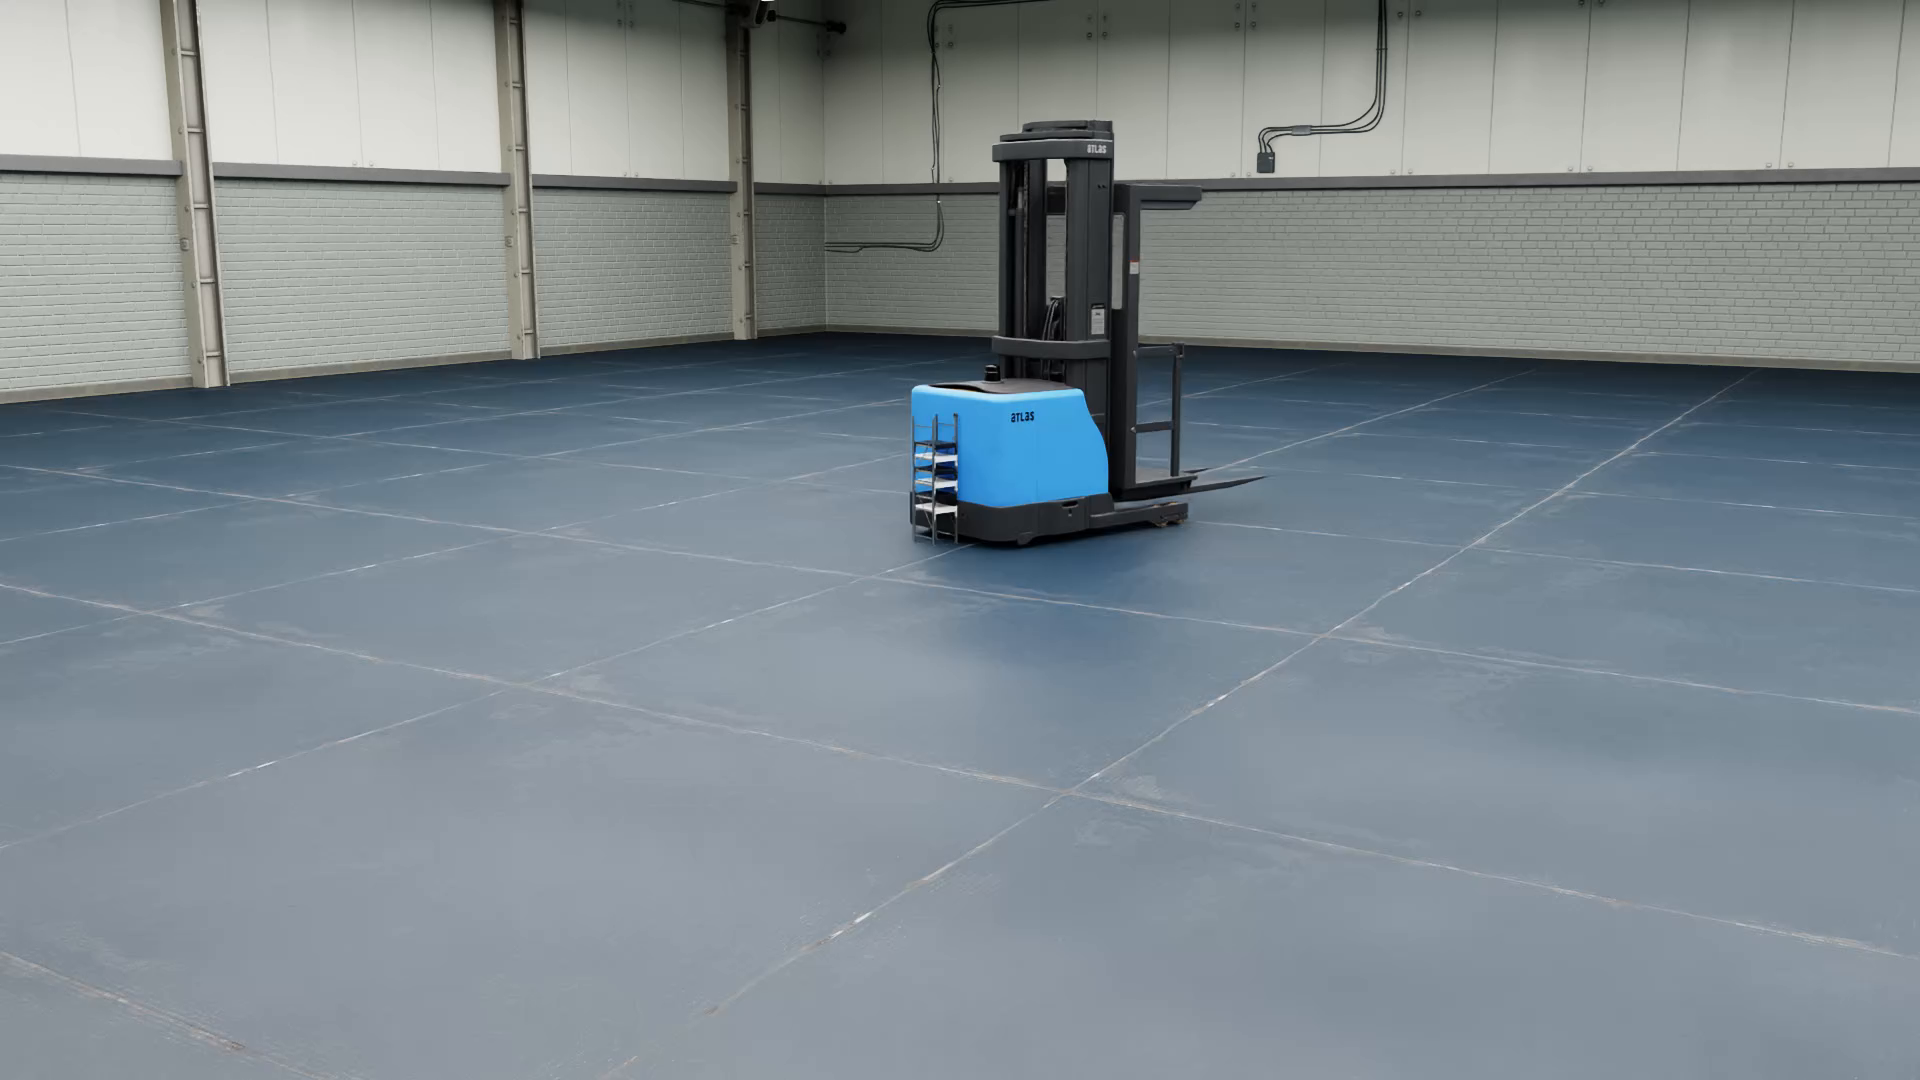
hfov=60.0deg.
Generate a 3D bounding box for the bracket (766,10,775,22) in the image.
[{"bbox_3d":[-3.811,-10.280,32.544,0.235,0.232,0.430,6,12,31],"label":"bracket"}]

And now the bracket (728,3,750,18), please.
[{"bbox_3d":[-4.242,-10.149,31.846,0.235,0.232,0.430,6,12,31],"label":"bracket"}]

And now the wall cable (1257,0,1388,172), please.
[{"bbox_3d":[6.435,-9.579,29.336,2.305,6.003,0.169,6,12,31],"label":"wall cable"}]

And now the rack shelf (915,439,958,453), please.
[{"bbox_3d":[-0.176,-0.649,11.602,0.200,0.077,0.258,-9,14,-39],"label":"rack shelf"}]

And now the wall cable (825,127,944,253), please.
[{"bbox_3d":[-1.671,-7.290,34.793,3.097,2.526,0.112,6,12,31],"label":"wall cable"}]

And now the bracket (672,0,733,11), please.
[{"bbox_3d":[-5.580,-9.744,29.682,0.076,0.066,4.783,6,12,31],"label":"bracket"}]

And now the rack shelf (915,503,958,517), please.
[{"bbox_3d":[-0.176,-0.206,11.685,0.200,0.077,0.258,-9,14,-39],"label":"rack shelf"}]

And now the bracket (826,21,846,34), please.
[{"bbox_3d":[-2.581,-10.653,34.534,0.235,0.232,0.430,6,12,31],"label":"bracket"}]

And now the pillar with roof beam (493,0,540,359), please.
[{"bbox_3d":[-3.766,-7.124,25.470,9.100,9.000,0.400,6,12,31],"label":"pillar with roof beam"}]

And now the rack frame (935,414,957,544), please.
[{"bbox_3d":[-0.097,-0.428,11.710,0.006,0.900,0.240,-9,14,-39],"label":"rack frame"}]

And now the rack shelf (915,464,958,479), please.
[{"bbox_3d":[-0.176,-0.472,11.635,0.200,0.077,0.258,-9,14,-39],"label":"rack shelf"}]

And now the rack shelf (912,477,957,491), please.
[{"bbox_3d":[-0.176,-0.383,11.652,0.200,0.077,0.258,-9,14,-39],"label":"rack shelf"}]

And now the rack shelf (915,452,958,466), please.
[{"bbox_3d":[-0.176,-0.560,11.619,0.200,0.077,0.258,-9,14,-39],"label":"rack shelf"}]

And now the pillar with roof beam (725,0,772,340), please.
[{"bbox_3d":[-0.651,-8.068,30.510,9.100,9.000,0.548,6,12,31],"label":"pillar with roof beam"}]

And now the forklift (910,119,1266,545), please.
[{"bbox_3d":[1.089,-1.602,12.459,3.031,2.935,1.130,-9,14,-39],"label":"forklift"}]

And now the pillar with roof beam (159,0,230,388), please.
[{"bbox_3d":[-6.881,-6.181,20.429,9.100,9.000,0.400,6,12,31],"label":"pillar with roof beam"}]

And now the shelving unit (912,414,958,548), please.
[{"bbox_3d":[-0.176,-0.416,11.646,0.210,0.900,0.258,-9,14,-39],"label":"shelving unit"}]

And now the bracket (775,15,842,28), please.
[{"bbox_3d":[-2.888,-10.560,34.038,0.076,0.066,3.189,6,12,31],"label":"bracket"}]

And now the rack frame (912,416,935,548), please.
[{"bbox_3d":[-0.254,-0.404,11.582,0.006,0.900,0.240,-9,14,-39],"label":"rack frame"}]

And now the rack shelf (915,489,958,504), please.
[{"bbox_3d":[-0.176,-0.295,11.668,0.200,0.077,0.258,-9,14,-39],"label":"rack shelf"}]

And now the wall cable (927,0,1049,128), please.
[{"bbox_3d":[0.641,-9.514,32.948,3.097,2.526,0.112,6,12,31],"label":"wall cable"}]
